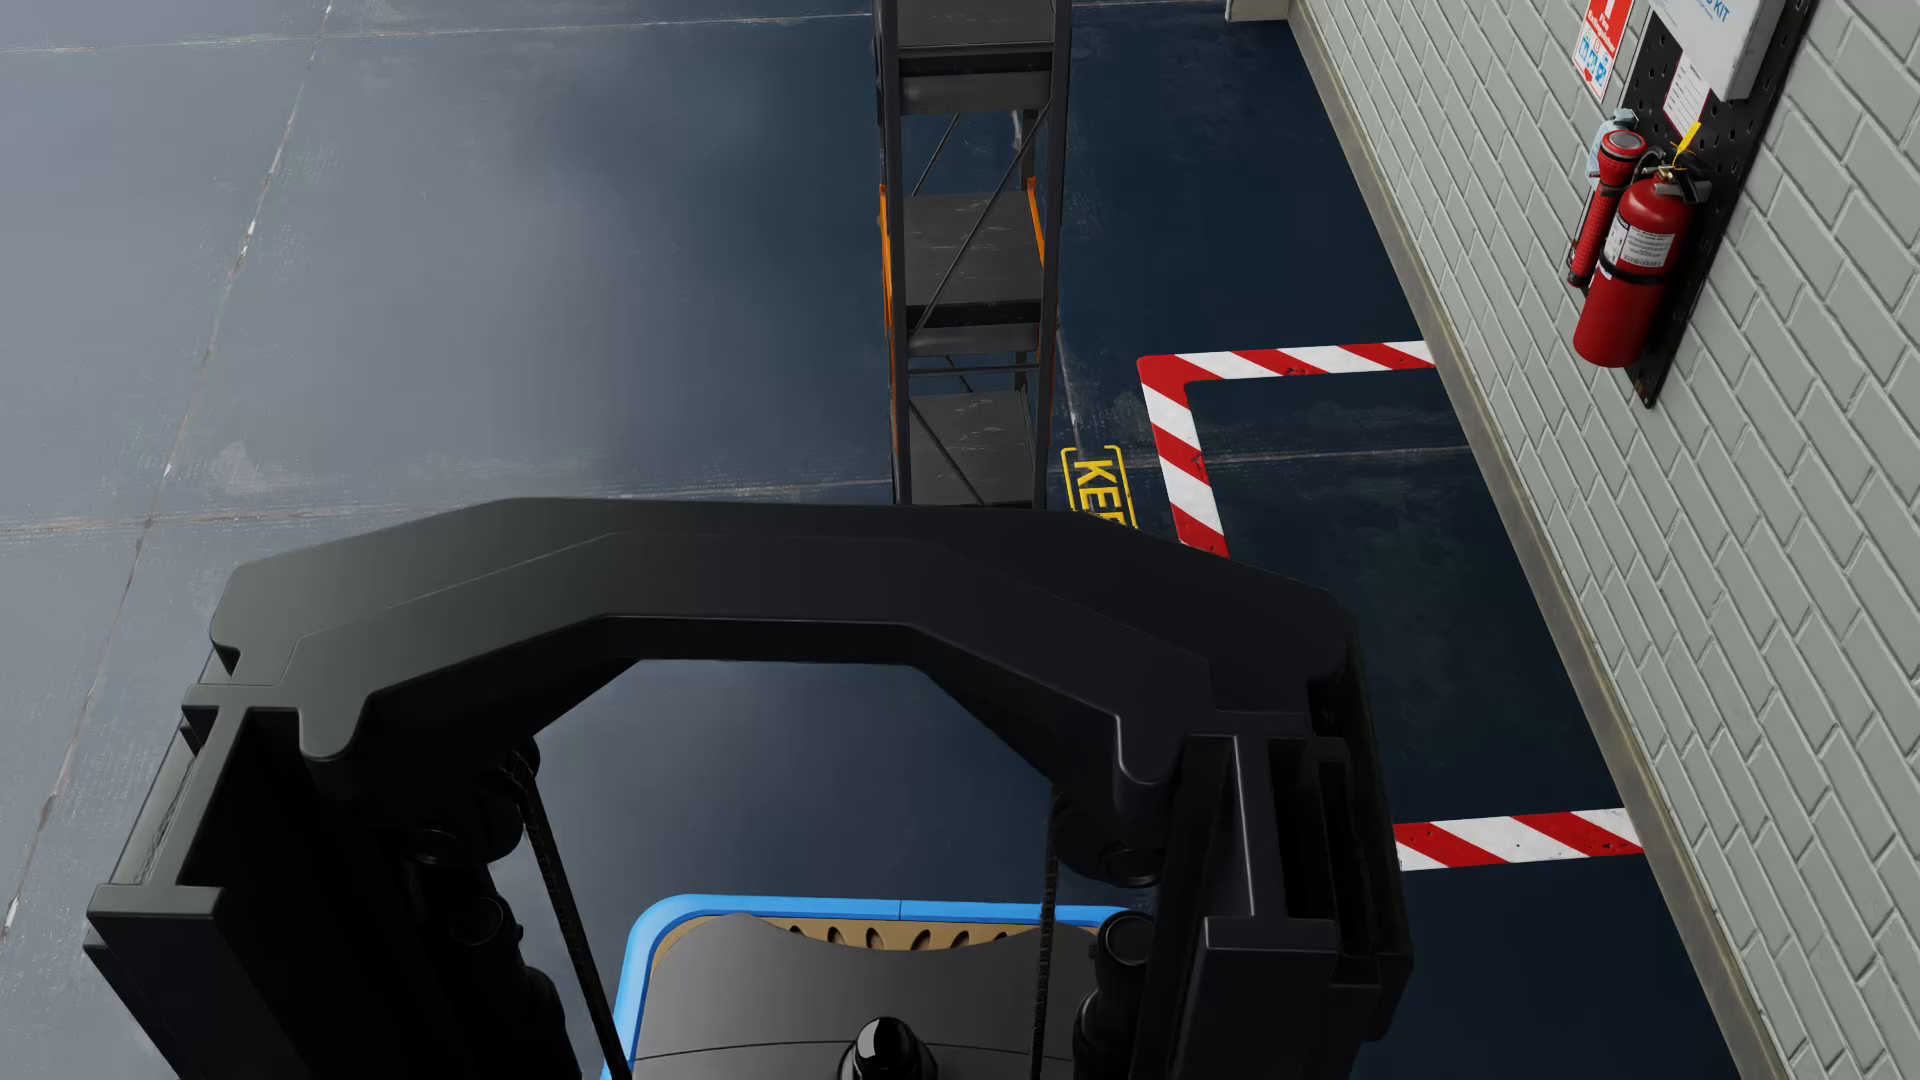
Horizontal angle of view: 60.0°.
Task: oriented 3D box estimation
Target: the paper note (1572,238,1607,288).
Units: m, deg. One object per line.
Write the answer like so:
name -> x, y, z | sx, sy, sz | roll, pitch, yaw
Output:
paper note -> 1.721, -0.785, 4.534 | 0.016, 0.148, 0.142 | -3, 47, -3

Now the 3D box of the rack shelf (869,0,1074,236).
rack shelf -> 0.014, -1.074, 3.876 | 0.431, 0.518, 0.480 | -3, 47, -3

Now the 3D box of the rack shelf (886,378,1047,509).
rack shelf -> 0.014, -0.112, 4.892 | 0.431, 0.518, 0.480 | -3, 47, -3

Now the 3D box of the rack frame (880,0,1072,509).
rack frame -> 0.034, -0.426, 4.207 | 0.400, 2.100, 0.015 | -3, 47, -3

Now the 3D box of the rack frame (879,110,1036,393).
rack frame -> -0.007, -0.779, 4.541 | 0.400, 2.100, 0.015 | -3, 47, -3

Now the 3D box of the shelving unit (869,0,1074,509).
shelving unit -> 0.014, -0.602, 4.374 | 0.431, 2.100, 0.503 | -3, 47, -3

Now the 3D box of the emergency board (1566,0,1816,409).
emergency board -> 1.667, -0.956, 4.089 | 0.194, 1.169, 0.643 | -3, 47, -3

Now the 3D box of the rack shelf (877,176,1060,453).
rack shelf -> 0.014, -0.593, 4.384 | 0.431, 0.518, 0.480 | -3, 47, -3

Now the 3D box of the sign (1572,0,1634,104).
sign -> 1.724, -1.374, 4.461 | 0.001, 0.329, 0.234 | -3, 47, -3

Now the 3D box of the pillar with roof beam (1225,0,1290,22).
pillar with roof beam -> -2.956, -5.308, 4.079 | 9.100, 9.000, 0.400 | -3, 47, -3
